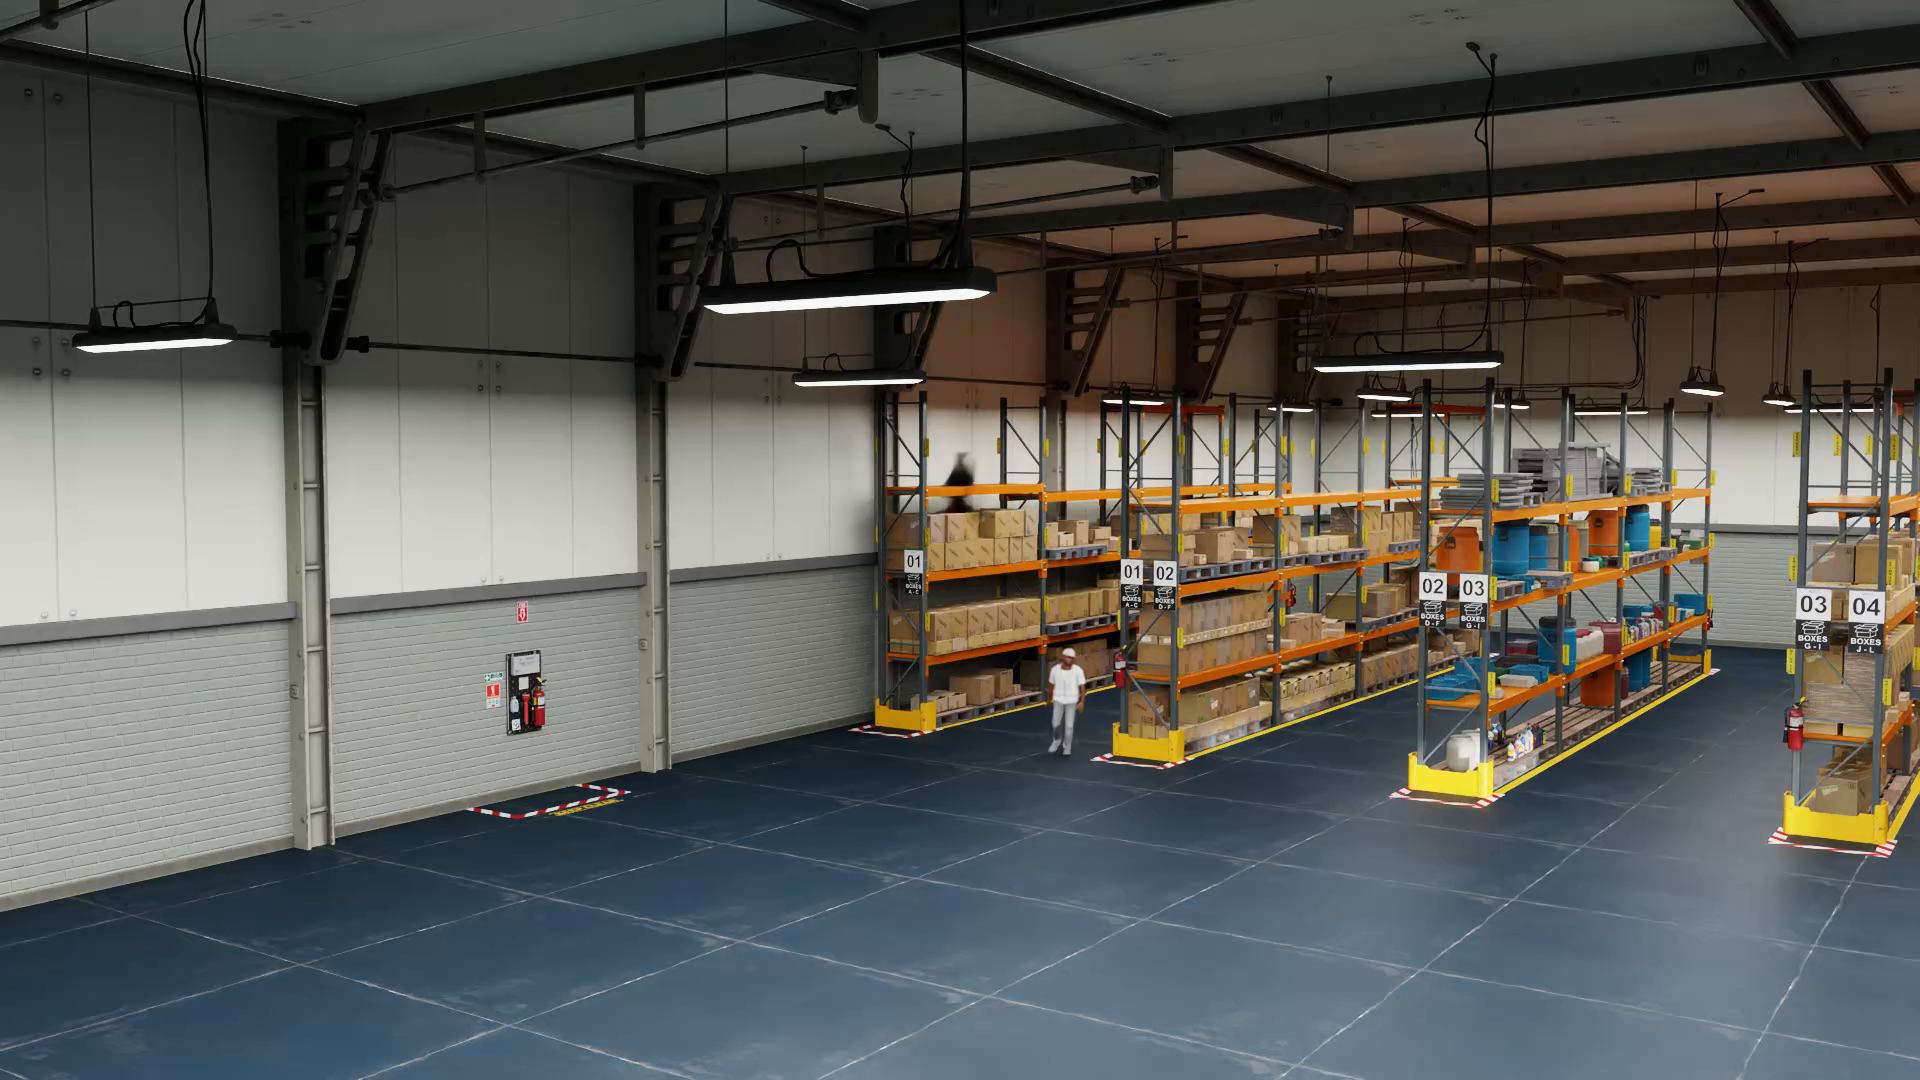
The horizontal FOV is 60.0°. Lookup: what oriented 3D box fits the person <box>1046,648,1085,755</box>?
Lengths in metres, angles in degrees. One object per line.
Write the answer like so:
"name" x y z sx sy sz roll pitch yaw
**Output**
"person" 1.707 2.616 26.925 0.647 1.746 0.458 0 3 7
